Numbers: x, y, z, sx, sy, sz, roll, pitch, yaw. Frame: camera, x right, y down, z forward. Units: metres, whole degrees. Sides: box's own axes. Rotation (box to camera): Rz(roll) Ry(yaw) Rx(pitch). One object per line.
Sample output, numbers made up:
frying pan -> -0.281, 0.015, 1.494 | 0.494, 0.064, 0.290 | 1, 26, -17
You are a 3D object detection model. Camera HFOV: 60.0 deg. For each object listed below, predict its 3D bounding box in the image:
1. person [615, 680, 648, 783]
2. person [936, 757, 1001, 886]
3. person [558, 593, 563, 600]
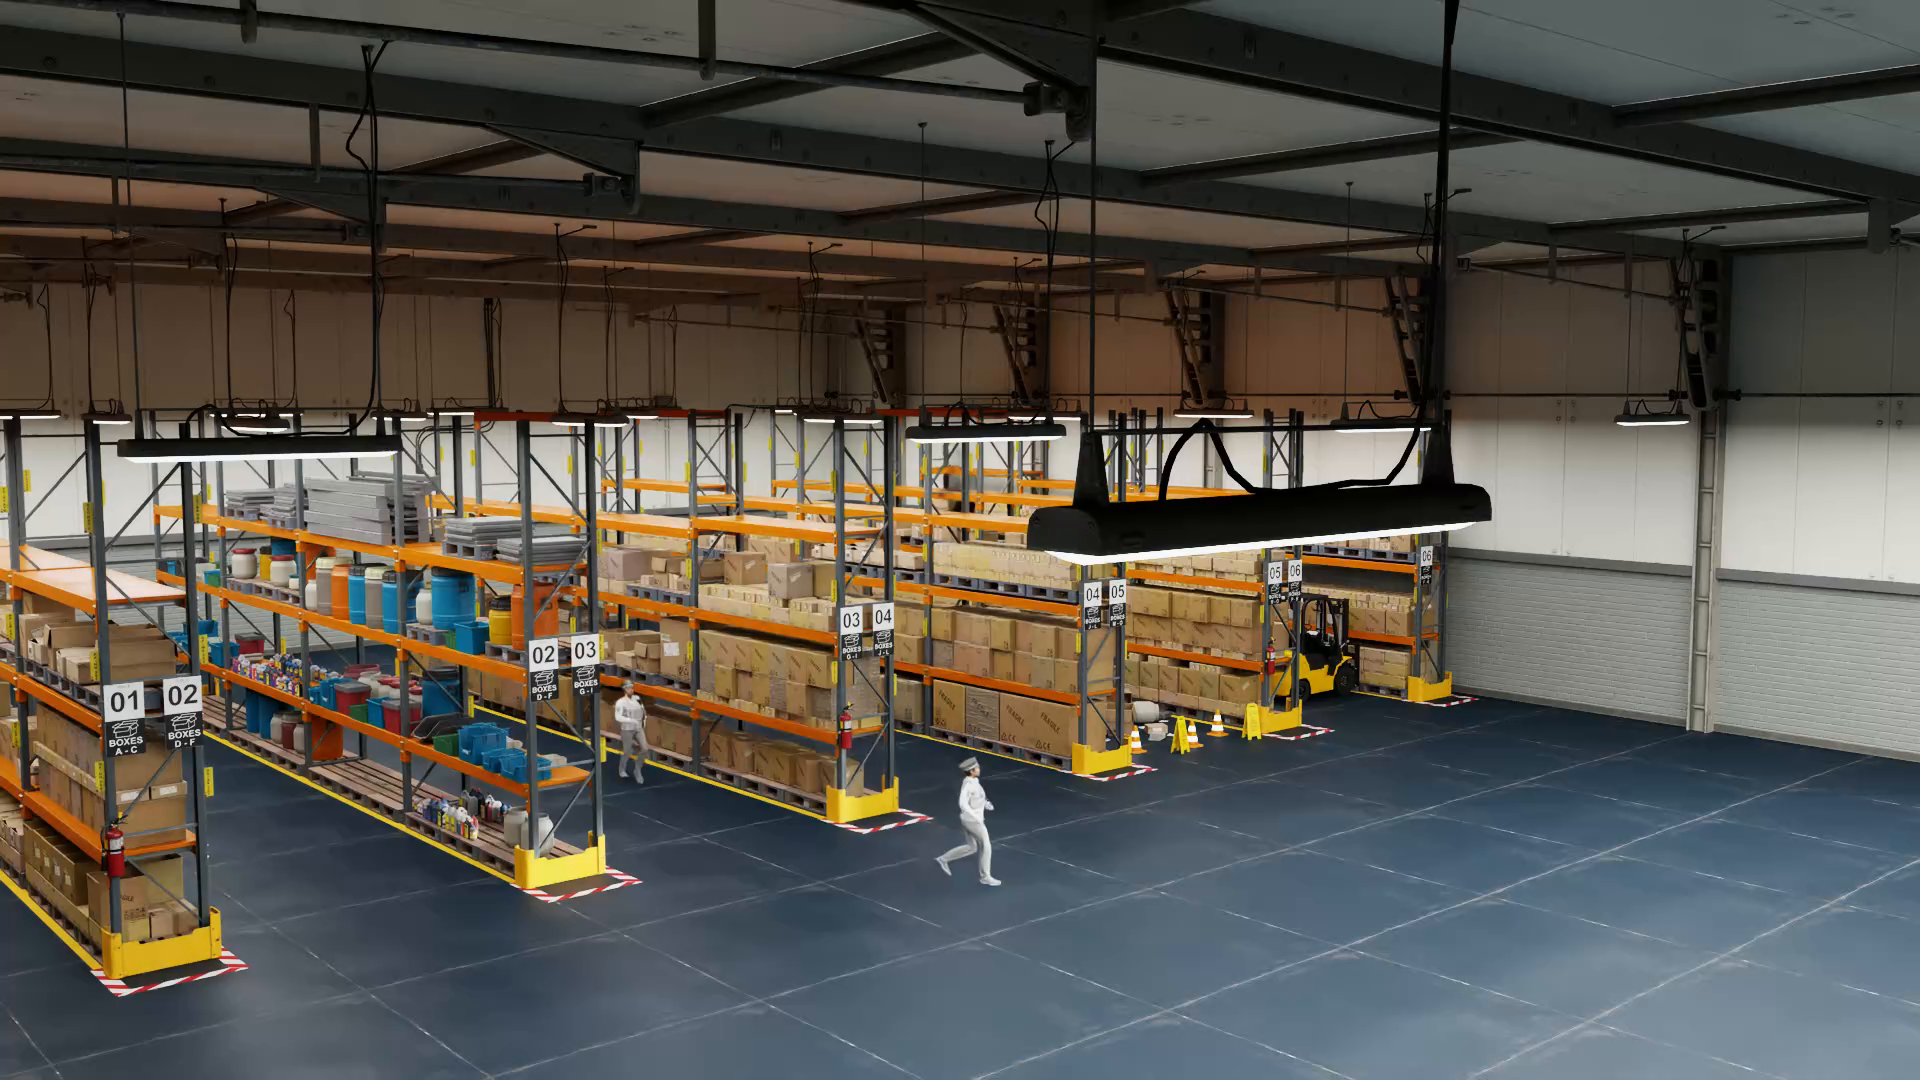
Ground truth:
person -> -5.356, 3.123, 27.184 | 0.618, 1.711, 0.705 | -4, 6, -37
person -> 0.117, 3.627, 21.391 | 0.842, 1.696, 0.618 | -1, 5, -9
person -> -9.722, 2.034, 40.114 | 0.661, 1.559, 0.577 | 2, 5, 17
